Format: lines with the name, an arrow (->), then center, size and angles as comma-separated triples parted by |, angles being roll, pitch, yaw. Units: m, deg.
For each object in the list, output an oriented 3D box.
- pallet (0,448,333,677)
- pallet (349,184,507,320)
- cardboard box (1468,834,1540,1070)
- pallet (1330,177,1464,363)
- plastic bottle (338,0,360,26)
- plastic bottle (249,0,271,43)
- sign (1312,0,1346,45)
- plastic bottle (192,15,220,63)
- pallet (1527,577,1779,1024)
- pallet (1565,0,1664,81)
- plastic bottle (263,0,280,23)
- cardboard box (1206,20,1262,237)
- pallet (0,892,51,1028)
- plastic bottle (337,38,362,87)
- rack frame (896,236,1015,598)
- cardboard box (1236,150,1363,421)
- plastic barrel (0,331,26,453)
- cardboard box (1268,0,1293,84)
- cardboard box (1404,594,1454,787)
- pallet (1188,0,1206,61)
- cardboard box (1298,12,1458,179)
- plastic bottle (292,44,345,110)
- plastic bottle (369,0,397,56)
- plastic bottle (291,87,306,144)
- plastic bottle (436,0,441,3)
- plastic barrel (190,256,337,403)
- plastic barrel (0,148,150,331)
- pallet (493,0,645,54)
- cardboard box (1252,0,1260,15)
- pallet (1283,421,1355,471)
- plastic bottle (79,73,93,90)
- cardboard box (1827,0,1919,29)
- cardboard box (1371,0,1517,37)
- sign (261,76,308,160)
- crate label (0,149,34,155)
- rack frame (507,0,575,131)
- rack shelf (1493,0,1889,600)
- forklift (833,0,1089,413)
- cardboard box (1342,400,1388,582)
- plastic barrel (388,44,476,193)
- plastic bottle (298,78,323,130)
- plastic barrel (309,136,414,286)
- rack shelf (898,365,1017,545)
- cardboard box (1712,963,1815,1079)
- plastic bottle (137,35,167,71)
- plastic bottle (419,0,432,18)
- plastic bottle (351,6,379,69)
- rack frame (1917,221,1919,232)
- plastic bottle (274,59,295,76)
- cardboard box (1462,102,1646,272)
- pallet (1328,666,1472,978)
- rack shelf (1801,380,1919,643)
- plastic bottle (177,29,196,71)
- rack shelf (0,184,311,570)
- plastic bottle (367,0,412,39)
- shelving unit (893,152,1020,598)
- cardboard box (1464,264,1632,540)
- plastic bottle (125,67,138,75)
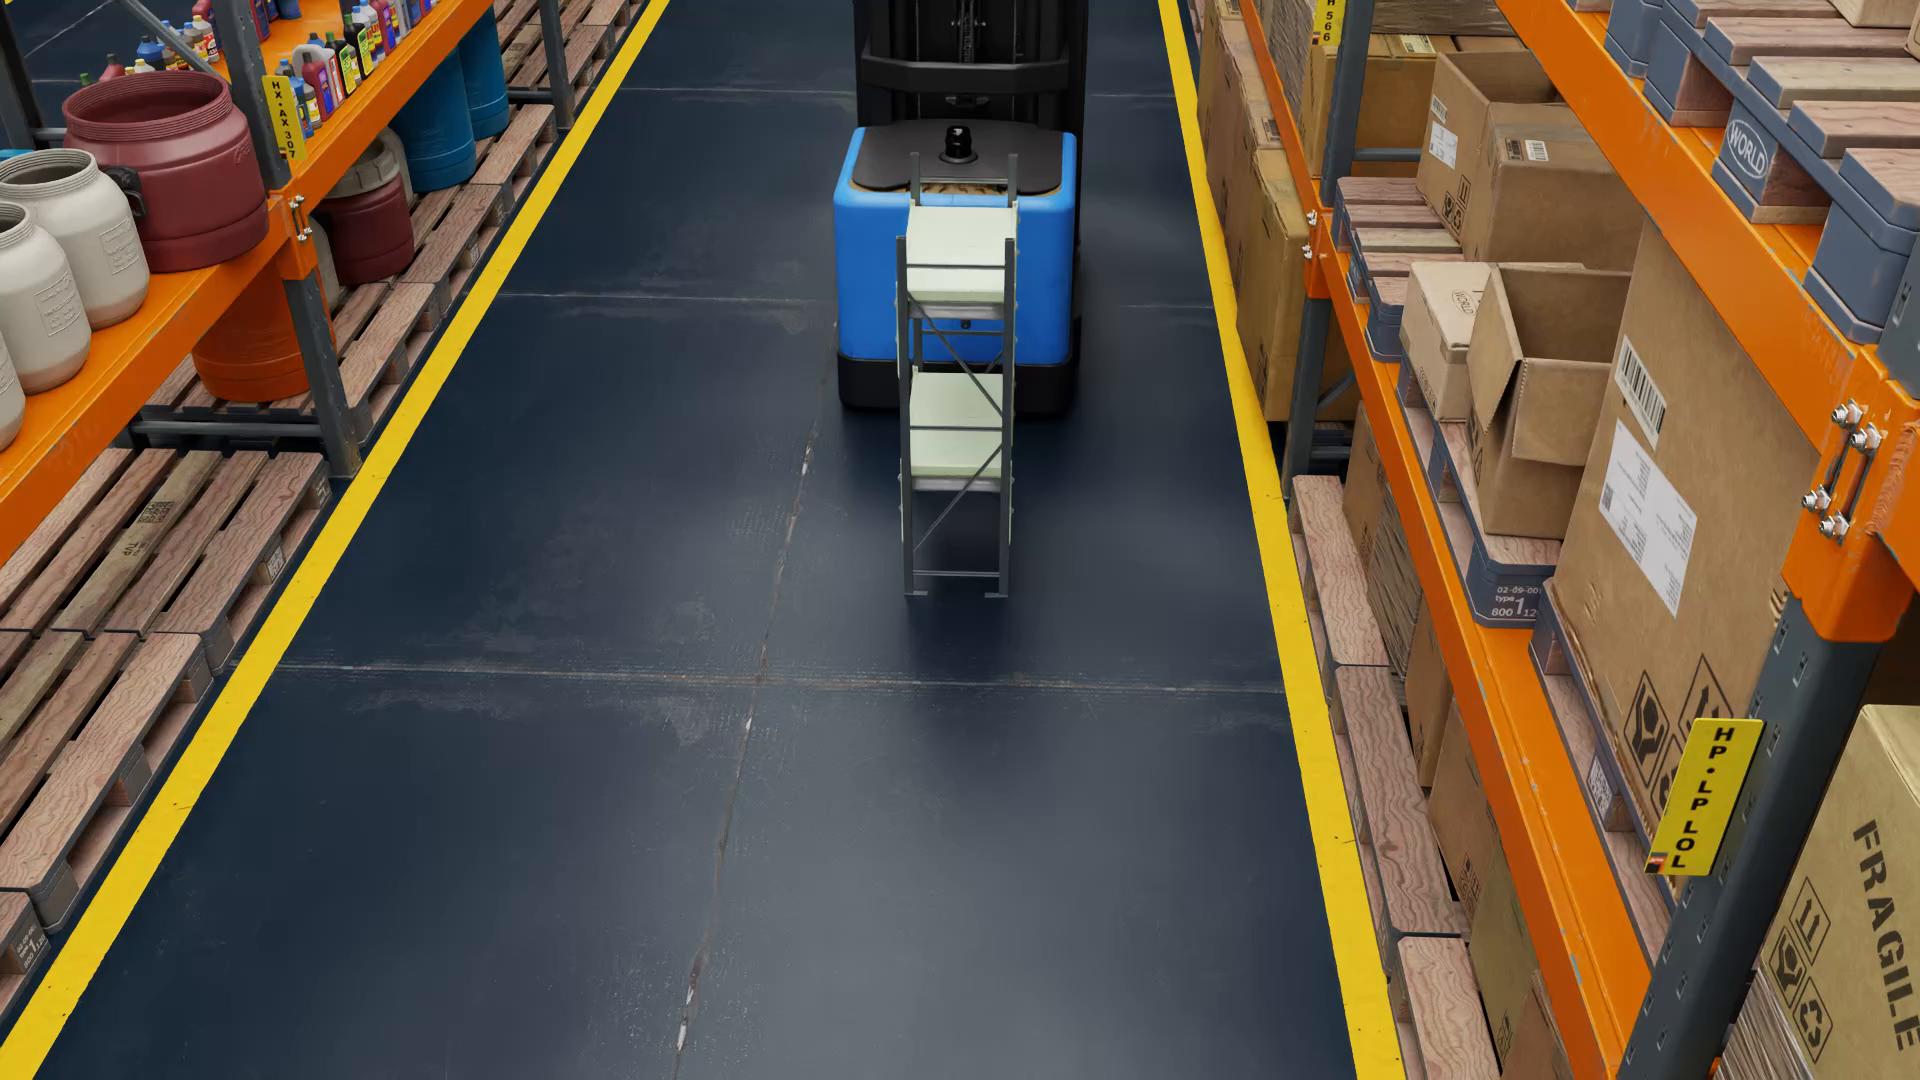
pallet -> -3.160, 0.057, 6.485 | 1.003, 0.211, 1.213 | 1, 35, 2
pallet -> -3.048, -1.540, 8.757 | 1.003, 0.211, 1.213 | 1, 35, 2
cardboard box -> 1.782, 1.102, 4.365 | 0.700, 0.500, 0.500 | 1, 35, 2
pallet -> 1.937, -0.923, 5.621 | 1.213, 0.211, 1.003 | 1, 35, 2
plastic bottle -> -2.841, -2.563, 7.831 | 0.144, 0.351, 0.185 | 1, 35, 2
plastic bottle -> -3.303, -2.482, 7.774 | 0.061, 0.283, 0.133 | 1, 35, 2
sign -> 1.304, -1.898, 5.835 | 0.100, 0.325, 0.005 | 1, 35, 2
plastic bottle -> -3.440, -2.279, 7.556 | 0.097, 0.201, 0.097 | 0, 35, 0
pallet -> 1.874, 0.528, 3.557 | 1.003, 0.211, 1.213 | 1, 35, 2
pallet -> 1.868, -1.214, 3.423 | 1.213, 0.211, 1.003 | 1, 35, 2
plastic bottle -> -3.393, -2.680, 7.997 | 0.144, 0.351, 0.185 | 1, 35, 2
cardboard box -> 1.979, -2.132, 8.658 | 1.225, 0.875, 0.875 | 0, 35, 0
pallet -> -3.258, 1.459, 4.490 | 1.003, 0.211, 1.213 | 1, 35, 2
plastic bottle -> -2.694, -2.096, 7.296 | 0.097, 0.201, 0.097 | 0, 35, 0
rack frame -> -0.015, -0.399, 6.014 | 0.400, 1.500, 0.023 | 1, 35, 2
cardboard box -> 1.908, -1.112, 7.206 | 1.225, 0.875, 0.875 | 0, 35, 0
plastic barrel -> -2.946, -0.500, 4.734 | 0.433, 0.535, 0.433 | 0, 35, 0
cardboard box -> 1.675, -2.328, 7.367 | 0.500, 0.500, 0.500 | 0, 35, 0
cardboard box -> 1.827, 0.460, 5.279 | 0.700, 0.500, 0.500 | 4, 35, 6
pallet -> 2.175, -3.708, 11.843 | 1.003, 0.211, 1.213 | 1, 35, 2
cardboard box -> 1.631, -1.743, 6.535 | 0.500, 0.500, 0.500 | 2, 35, 3
plastic bottle -> -2.731, -1.984, 7.072 | 0.152, 0.276, 0.135 | 1, 35, 2
plastic bottle -> -2.658, -2.384, 7.635 | 0.061, 0.283, 0.133 | 1, 35, 2
plastic bottle -> -2.750, -1.718, 6.694 | 0.152, 0.276, 0.135 | 1, 35, 2
plastic bottle -> -2.672, -2.831, 8.277 | 0.152, 0.276, 0.135 | 1, 35, 2
plastic barrel -> -3.087, -1.093, 7.219 | 0.600, 0.830, 0.708 | 1, 35, 2
plastic barrel -> -2.918, -0.977, 5.435 | 0.421, 0.512, 0.421 | 0, 35, 0
pallet -> -2.892, -3.811, 11.989 | 1.003, 0.211, 1.213 | 1, 35, 2
cardboard box -> 1.712, -2.917, 8.206 | 0.500, 0.500, 0.500 | 1, 35, 1
pallet -> 1.966, -0.724, 7.596 | 1.003, 0.211, 1.213 | 1, 35, 2
plastic bottle -> -3.500, -1.722, 6.693 | 0.061, 0.283, 0.133 | 1, 35, 2
cardboard box -> 1.636, -1.002, 2.709 | 0.396, 0.266, 0.258 | 3, 35, 4
cardboard box -> 1.905, -2.284, 6.432 | 0.797, 0.503, 0.637 | 2, 35, 3
sign -> -2.540, -1.586, 6.256 | 0.100, 0.325, 0.005 | 1, 35, 2
crate label -> -3.481, -1.226, 6.031 | 0.303, 0.233, 0.416 | 1, 35, 2
rack frame -> -2.929, -3.826, 9.585 | 1.000, 3.000, 0.127 | 1, 35, 2
rack shelf -> 1.779, -1.197, 3.862 | 1.077, 0.370, 4.000 | 1, 35, 2
forklift -> 0.068, -2.592, 7.888 | 1.130, 2.935, 3.031 | 2, 35, 3
cardboard box -> 1.852, -0.185, 6.196 | 0.700, 0.500, 0.500 | 0, 35, -1
plastic barrel -> -2.997, -2.420, 9.045 | 0.600, 0.901, 0.708 | 1, 35, 2
plastic bottle -> -2.714, -1.809, 6.889 | 0.097, 0.201, 0.097 | 0, 35, 0
plastic barrel -> -3.042, -1.643, 8.211 | 0.600, 0.588, 0.708 | 1, 35, 2
rack shelf -> 0.000, -0.343, 6.501 | 0.431, 0.370, 0.720 | 1, 35, 2
cardboard box -> 1.618, 0.979, 2.402 | 0.875, 0.500, 0.500 | 1, 35, 2
plastic bottle -> -3.460, -2.028, 7.138 | 0.097, 0.271, 0.097 | 0, 35, 0
plastic bottle -> -2.635, -2.700, 8.085 | 0.061, 0.283, 0.133 | 1, 35, 2
plastic bottle -> -2.684, -2.257, 7.465 | 0.097, 0.271, 0.097 | 0, 35, 0
rack frame -> 1.698, -1.570, 1.157 | 1.000, 3.000, 0.127 | 1, 35, 2
plastic bottle -> -2.856, -1.946, 7.082 | 0.097, 0.201, 0.097 | 0, 35, 0
cardboard box -> 1.955, -0.992, 5.100 | 0.700, 0.500, 0.500 | 6, 36, 9
pallet -> 1.774, 0.876, 5.321 | 1.003, 0.211, 1.213 | 1, 35, 2
rack shelf -> 1.618, 1.101, 0.592 | 1.077, 0.370, 4.000 | 1, 35, 2
plastic bottle -> -3.448, -2.167, 7.397 | 0.097, 0.201, 0.097 | 0, 35, 0
rack shelf -> -3.170, -0.084, 4.887 | 1.077, 0.370, 4.000 | 1, 35, 2
plastic bottle -> -2.694, -2.515, 7.828 | 0.152, 0.276, 0.135 | 1, 35, 2
shelving unit -> 0.000, -0.610, 6.313 | 0.431, 1.500, 0.755 | 1, 35, 2
cardboard box -> 1.676, -0.327, 4.152 | 0.797, 0.503, 0.637 | 5, 35, 7
plastic bottle -> -3.468, -1.887, 6.999 | 0.097, 0.201, 0.097 | 0, 35, 0
